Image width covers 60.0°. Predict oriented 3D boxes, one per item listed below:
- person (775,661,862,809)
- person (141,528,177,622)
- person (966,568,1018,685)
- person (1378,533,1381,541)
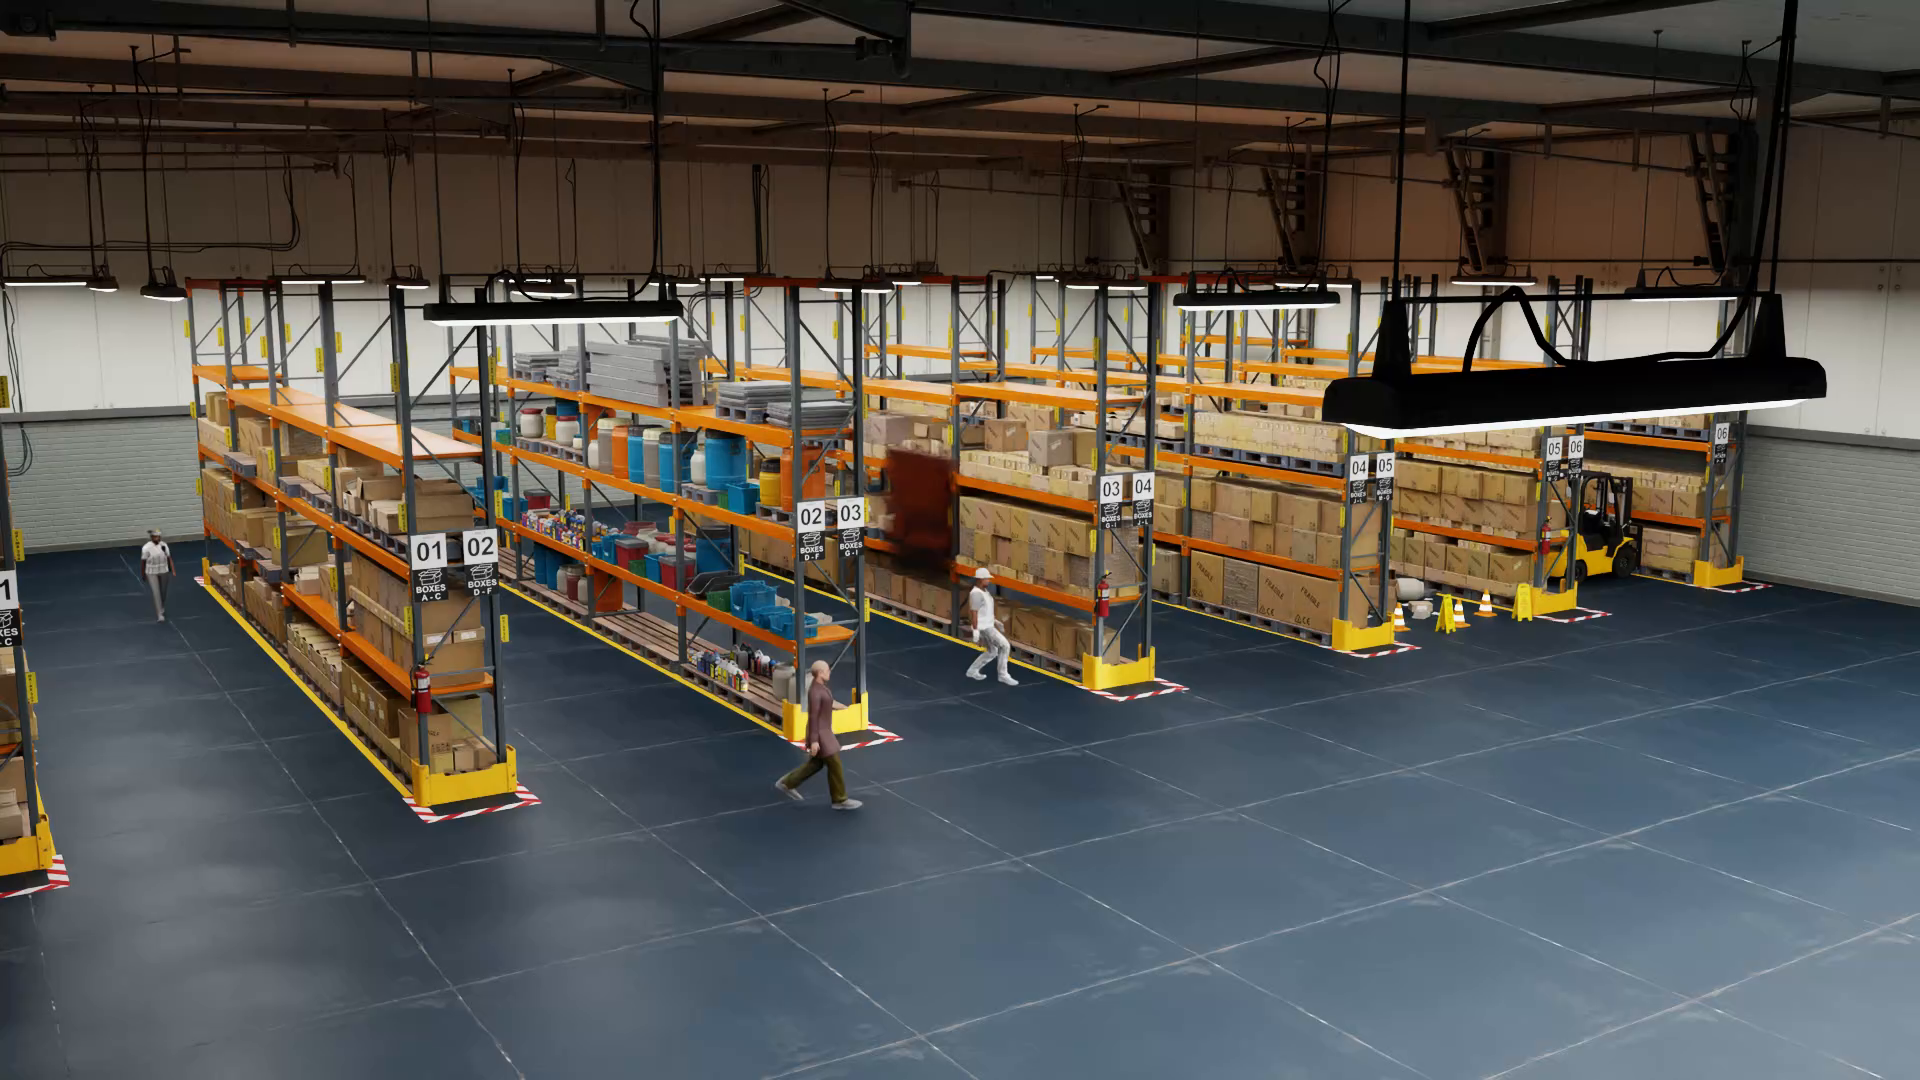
[{"bbox_3d":[-1.655,2.253,19.336,1.021,1.744,0.639,0,10,-3],"label":"person"},{"bbox_3d":[-14.261,0.577,29.587,0.535,1.620,1.033,-7,12,-34],"label":"person"},{"bbox_3d":[0.474,1.203,24.121,0.797,1.596,0.579,1,10,8],"label":"person"},{"bbox_3d":[9.291,-0.582,36.172,0.435,1.774,0.597,7,12,37],"label":"person"}]
